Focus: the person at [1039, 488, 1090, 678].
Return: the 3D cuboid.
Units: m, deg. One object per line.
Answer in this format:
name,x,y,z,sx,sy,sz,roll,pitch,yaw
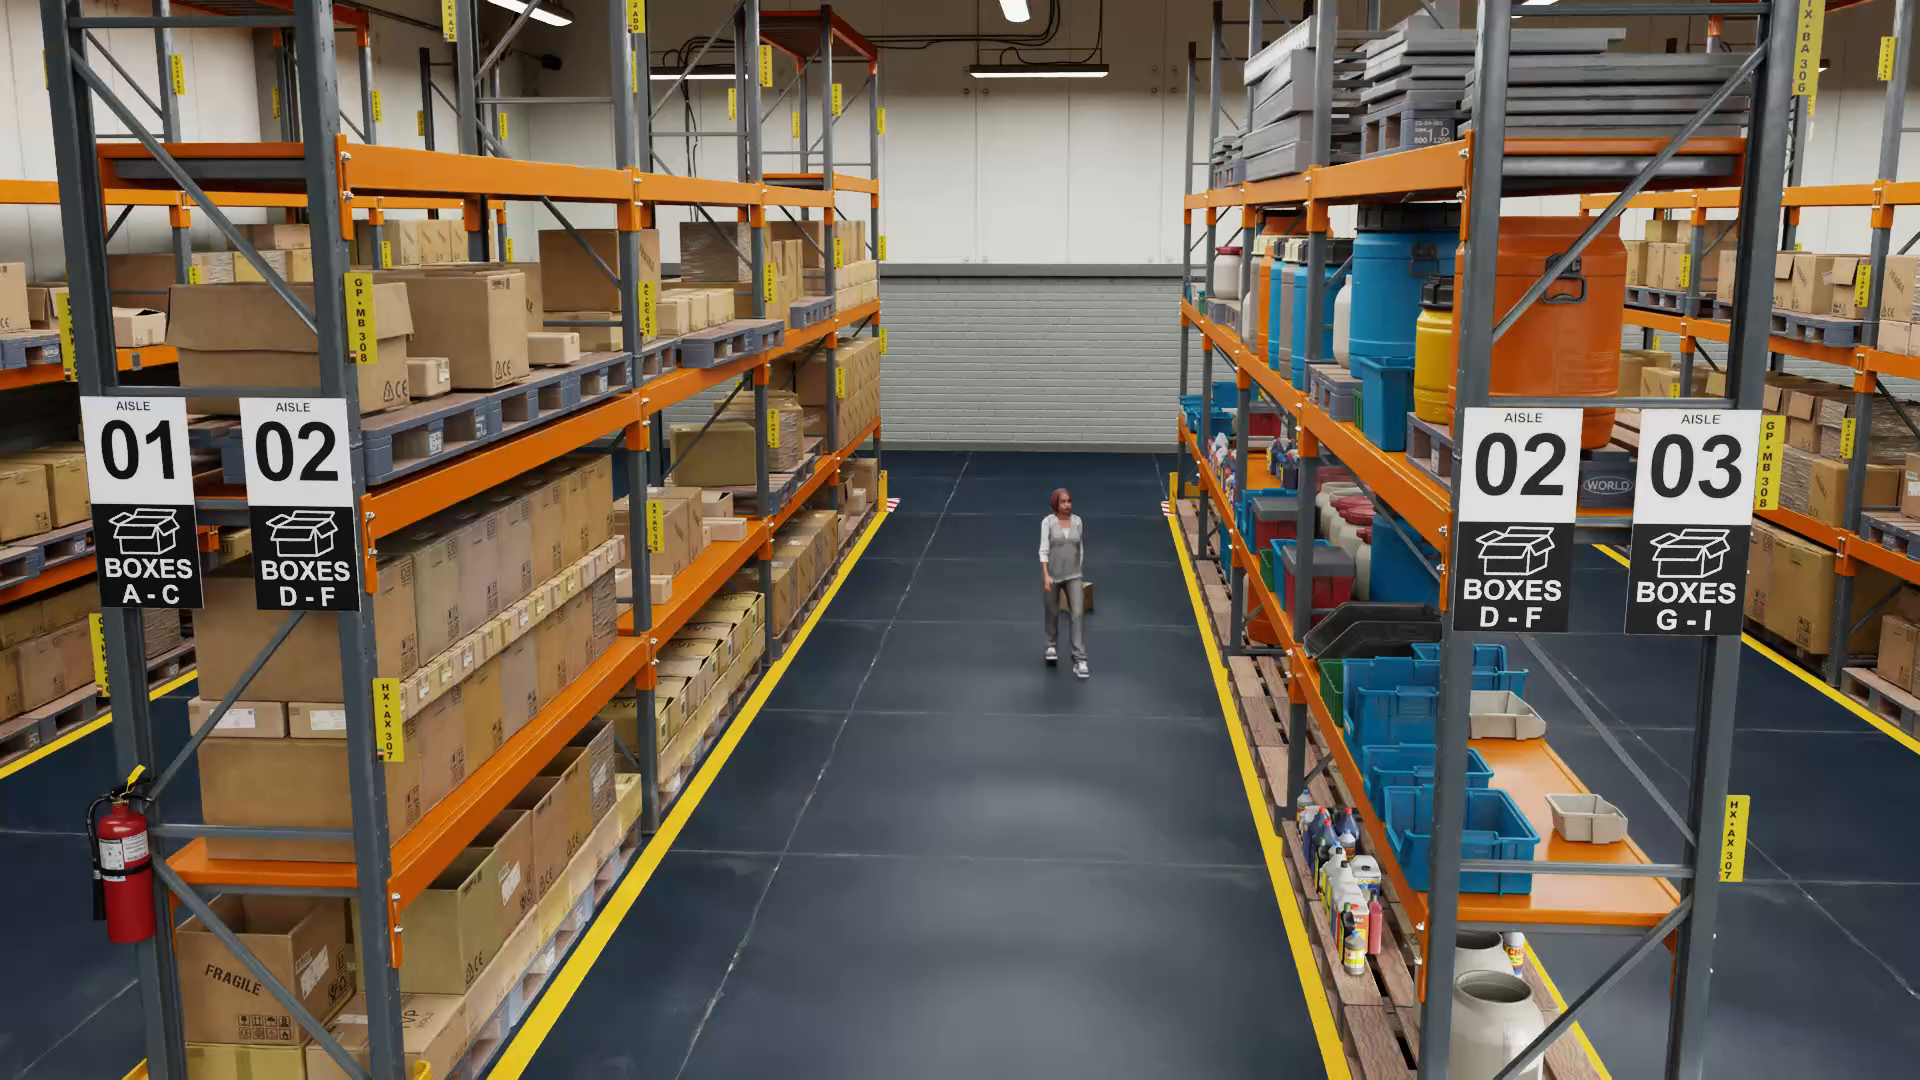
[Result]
person,0.878,0.337,14.161,0.414,1.545,0.921,-1,11,-6
